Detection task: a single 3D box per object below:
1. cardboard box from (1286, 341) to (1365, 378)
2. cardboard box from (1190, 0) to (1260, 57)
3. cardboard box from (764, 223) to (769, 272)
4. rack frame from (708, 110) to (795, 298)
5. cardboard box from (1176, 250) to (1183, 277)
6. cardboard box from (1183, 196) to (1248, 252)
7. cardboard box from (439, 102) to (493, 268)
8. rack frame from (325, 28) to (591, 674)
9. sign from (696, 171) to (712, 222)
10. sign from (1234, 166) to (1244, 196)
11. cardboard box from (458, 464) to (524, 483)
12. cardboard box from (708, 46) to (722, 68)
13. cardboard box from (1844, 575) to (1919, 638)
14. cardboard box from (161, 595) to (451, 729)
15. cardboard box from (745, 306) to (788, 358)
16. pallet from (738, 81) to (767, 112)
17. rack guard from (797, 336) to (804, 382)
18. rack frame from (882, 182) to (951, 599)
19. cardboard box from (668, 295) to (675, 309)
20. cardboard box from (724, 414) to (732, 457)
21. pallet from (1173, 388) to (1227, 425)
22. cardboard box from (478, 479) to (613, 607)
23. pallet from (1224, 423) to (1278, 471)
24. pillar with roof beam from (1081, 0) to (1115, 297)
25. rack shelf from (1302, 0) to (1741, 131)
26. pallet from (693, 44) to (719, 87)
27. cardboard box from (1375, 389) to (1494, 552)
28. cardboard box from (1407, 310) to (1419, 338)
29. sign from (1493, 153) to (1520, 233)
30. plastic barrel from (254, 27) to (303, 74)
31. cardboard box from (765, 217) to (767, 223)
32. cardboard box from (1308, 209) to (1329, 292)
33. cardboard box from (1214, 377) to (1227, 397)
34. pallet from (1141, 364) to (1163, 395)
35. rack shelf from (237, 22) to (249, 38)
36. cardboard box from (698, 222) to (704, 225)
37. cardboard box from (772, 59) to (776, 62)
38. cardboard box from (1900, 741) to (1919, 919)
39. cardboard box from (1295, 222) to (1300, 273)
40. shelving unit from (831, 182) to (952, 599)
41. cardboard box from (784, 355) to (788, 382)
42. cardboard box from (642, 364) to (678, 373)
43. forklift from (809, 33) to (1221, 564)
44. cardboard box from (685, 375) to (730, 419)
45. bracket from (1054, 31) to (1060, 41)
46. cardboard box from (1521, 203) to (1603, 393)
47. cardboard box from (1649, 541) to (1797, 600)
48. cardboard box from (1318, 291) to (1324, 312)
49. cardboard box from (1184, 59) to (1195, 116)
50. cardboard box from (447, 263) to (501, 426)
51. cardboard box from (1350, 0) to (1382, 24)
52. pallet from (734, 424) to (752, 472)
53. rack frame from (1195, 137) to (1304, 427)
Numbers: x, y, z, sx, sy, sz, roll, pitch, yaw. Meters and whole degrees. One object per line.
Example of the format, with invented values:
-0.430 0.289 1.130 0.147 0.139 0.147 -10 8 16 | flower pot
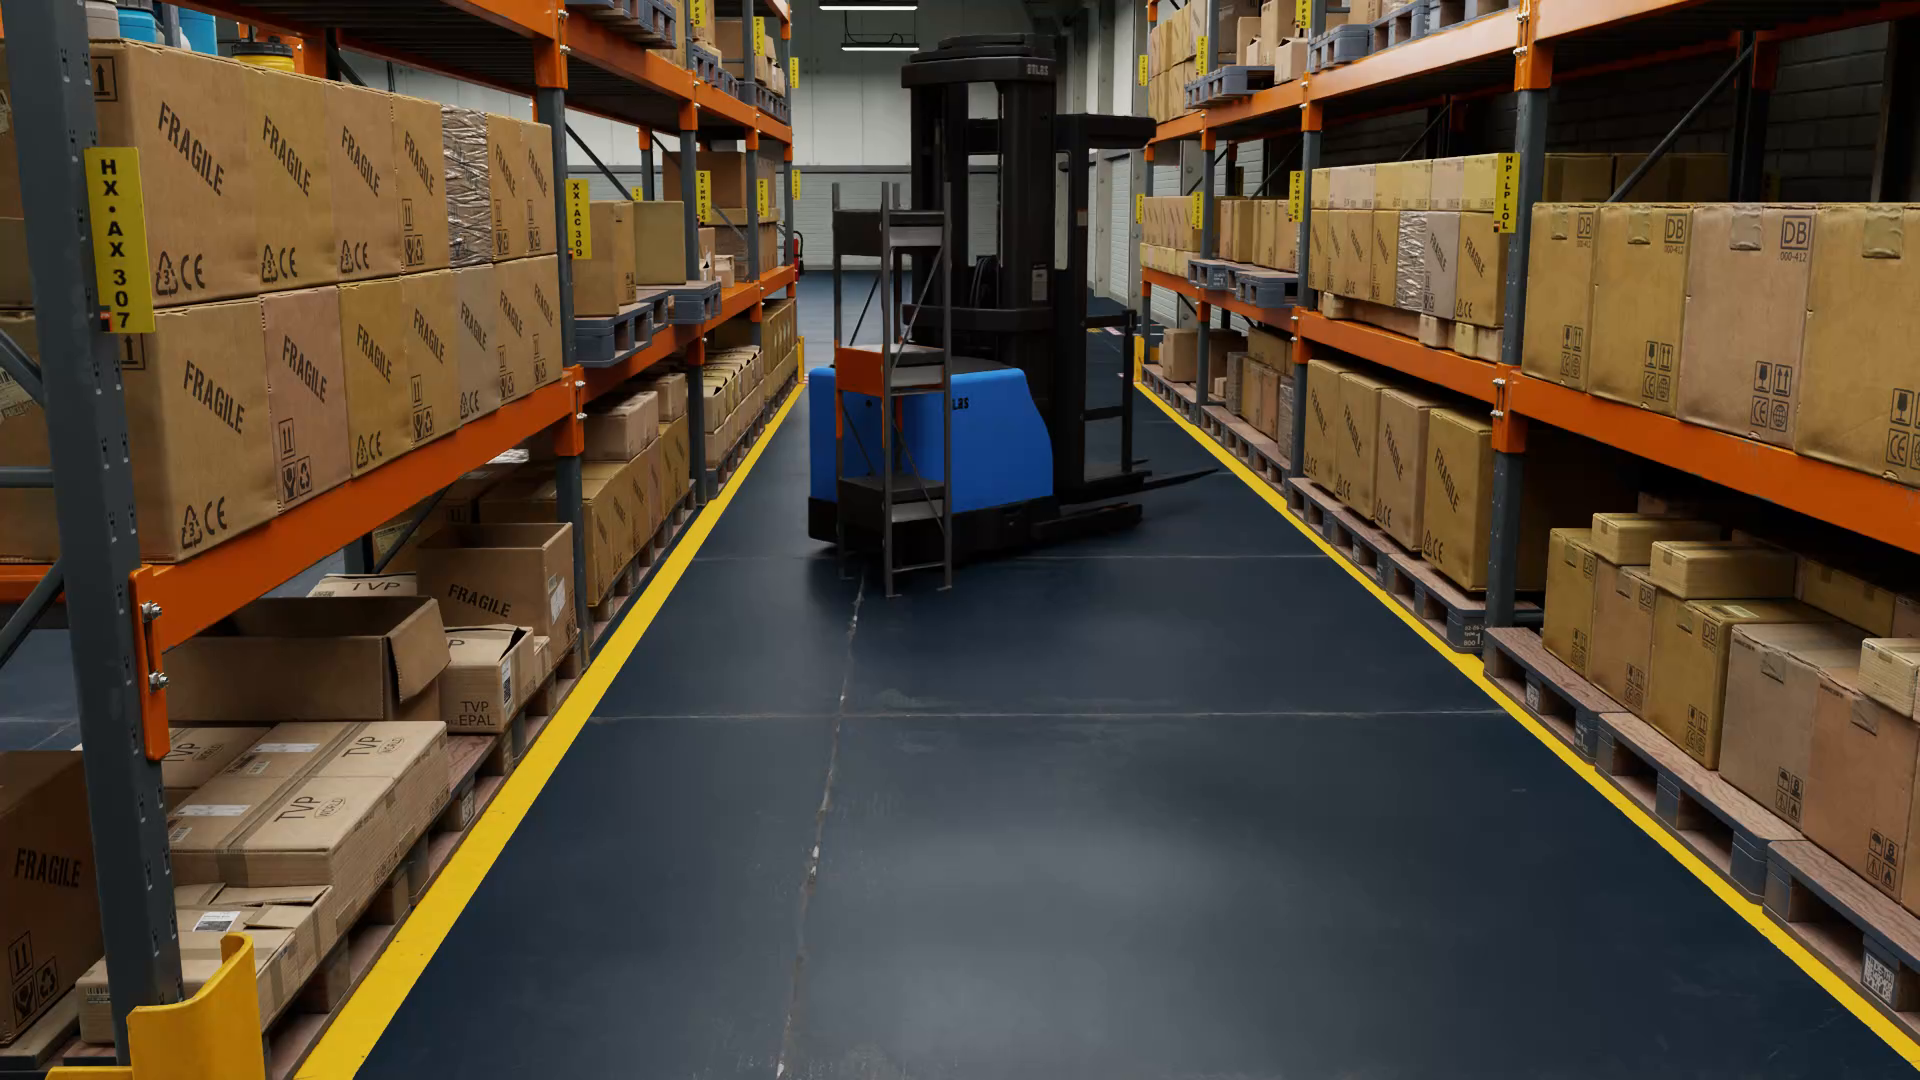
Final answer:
2.727 -1.332 12.377 0.500 0.250 0.500 0 11 0 | cardboard box
2.379 -4.630 14.978 0.500 0.500 0.500 -1 12 -6 | cardboard box
-2.358 -3.040 17.249 0.700 0.500 0.500 0 11 -1 | cardboard box
-2.375 -3.287 18.717 1.000 3.000 0.127 0 11 -1 | rack frame
2.345 -2.641 15.861 0.500 0.250 0.500 0 11 -1 | cardboard box
2.341 -2.910 15.297 0.500 0.500 0.500 0 11 -1 | cardboard box
-1.834 -1.139 5.364 0.500 0.500 0.500 0 11 -1 | cardboard box
-2.127 -0.902 6.959 1.000 3.000 0.127 0 11 -1 | rack frame
-1.667 -2.230 10.792 0.100 0.325 0.005 0 11 -1 | sign
3.133 -4.029 18.666 0.100 0.325 0.005 0 11 -1 | sign
-2.426 -0.087 8.126 0.500 0.500 0.500 0 11 -1 | cardboard box
-2.289 -3.972 13.869 0.500 0.250 0.500 1 12 5 | cardboard box
2.968 0.207 5.094 0.380 0.149 0.250 0 11 -1 | cardboard box
-2.083 0.480 5.323 0.797 0.503 0.637 0 11 -1 | cardboard box
-2.022 -2.109 16.885 0.500 0.500 0.500 0 11 -1 | cardboard box
-2.336 -4.088 15.344 1.003 0.211 1.213 0 11 -1 | pallet
-2.376 -2.067 18.989 1.175 0.500 0.348 0 11 -1 | rack guard
-0.215 -0.749 8.472 0.400 2.100 0.015 -8 14 -33 | rack frame
-2.174 -1.726 11.245 0.500 0.311 0.500 0 11 2 | cardboard box
-1.938 -0.760 12.122 0.500 0.250 0.500 -1 11 -3 | cardboard box
2.611 -1.280 15.837 1.003 0.211 1.213 0 11 -1 | pallet
-1.893 0.011 7.643 0.500 0.500 0.500 -1 11 -4 | cardboard box
2.706 -0.749 13.218 1.003 0.211 1.213 0 11 -1 | pallet
-1.219 -9.673 35.106 9.100 9.000 0.548 0 11 -1 | pillar with roof beam
2.784 -2.438 8.796 1.077 0.370 4.000 0 11 -1 | rack shelf
-2.313 -3.209 11.262 1.213 0.211 1.003 0 11 1 | pallet
2.661 -0.380 8.740 0.750 0.750 0.750 0 11 1 | cardboard box
2.553 -1.128 8.658 0.380 0.149 0.250 -1 11 -3 | cardboard box
2.283 -1.447 6.936 0.100 0.325 0.005 0 11 -1 | sign
-7.190 -5.058 17.764 0.600 0.830 0.708 0 11 -1 | plastic barrel
-2.142 -3.270 16.753 0.380 0.149 0.250 0 11 -2 | cardboard box
2.497 -1.825 10.460 0.500 0.500 0.500 0 11 1 | cardboard box
2.619 -1.446 15.663 0.380 0.166 0.250 -2 12 -9 | cardboard box
2.561 -1.765 18.227 1.003 0.211 1.213 0 11 -1 | pallet
-7.286 -5.261 16.176 1.077 0.370 4.000 0 11 -1 | rack shelf
-2.512 -2.912 14.986 0.380 0.149 0.250 0 11 -1 | cardboard box
-2.367 -4.968 17.790 0.797 0.503 0.637 1 11 3 | cardboard box
2.794 0.753 4.035 0.700 0.500 0.500 0 11 -1 | cardboard box
2.723 -2.076 11.389 0.700 0.500 0.500 -2 12 -8 | cardboard box
-0.352 -0.790 8.670 0.431 2.100 0.503 -8 14 -33 | shelving unit
-2.026 -1.742 16.960 0.500 0.250 0.500 0 11 -1 | cardboard box
-2.500 -1.236 13.058 0.500 0.311 0.500 0 11 0 | cardboard box
0.493 -1.533 10.244 1.130 2.935 3.031 11 16 43 | forklift
-1.946 -1.040 12.088 0.500 0.311 0.500 -1 11 -3 | cardboard box
2.544 -13.244 43.655 0.076 0.066 4.783 0 11 -1 | bracket
2.820 -0.962 6.502 0.980 0.700 0.700 0 11 0 | cardboard box
2.574 0.100 5.620 0.380 0.149 0.250 -1 11 -3 | cardboard box
2.518 -1.538 10.678 0.380 0.149 0.250 0 11 -2 | cardboard box
2.405 -4.242 15.577 0.500 0.500 0.500 -1 12 -6 | cardboard box
-1.835 -0.648 5.456 0.500 0.500 0.500 0 11 0 | cardboard box
2.810 -3.358 10.166 0.700 0.500 0.500 -1 12 -6 | cardboard box
-2.210 -0.736 13.156 1.003 0.211 1.213 0 11 -1 | pallet
2.660 -2.513 14.902 1.000 3.000 0.127 0 11 -1 | rack frame
